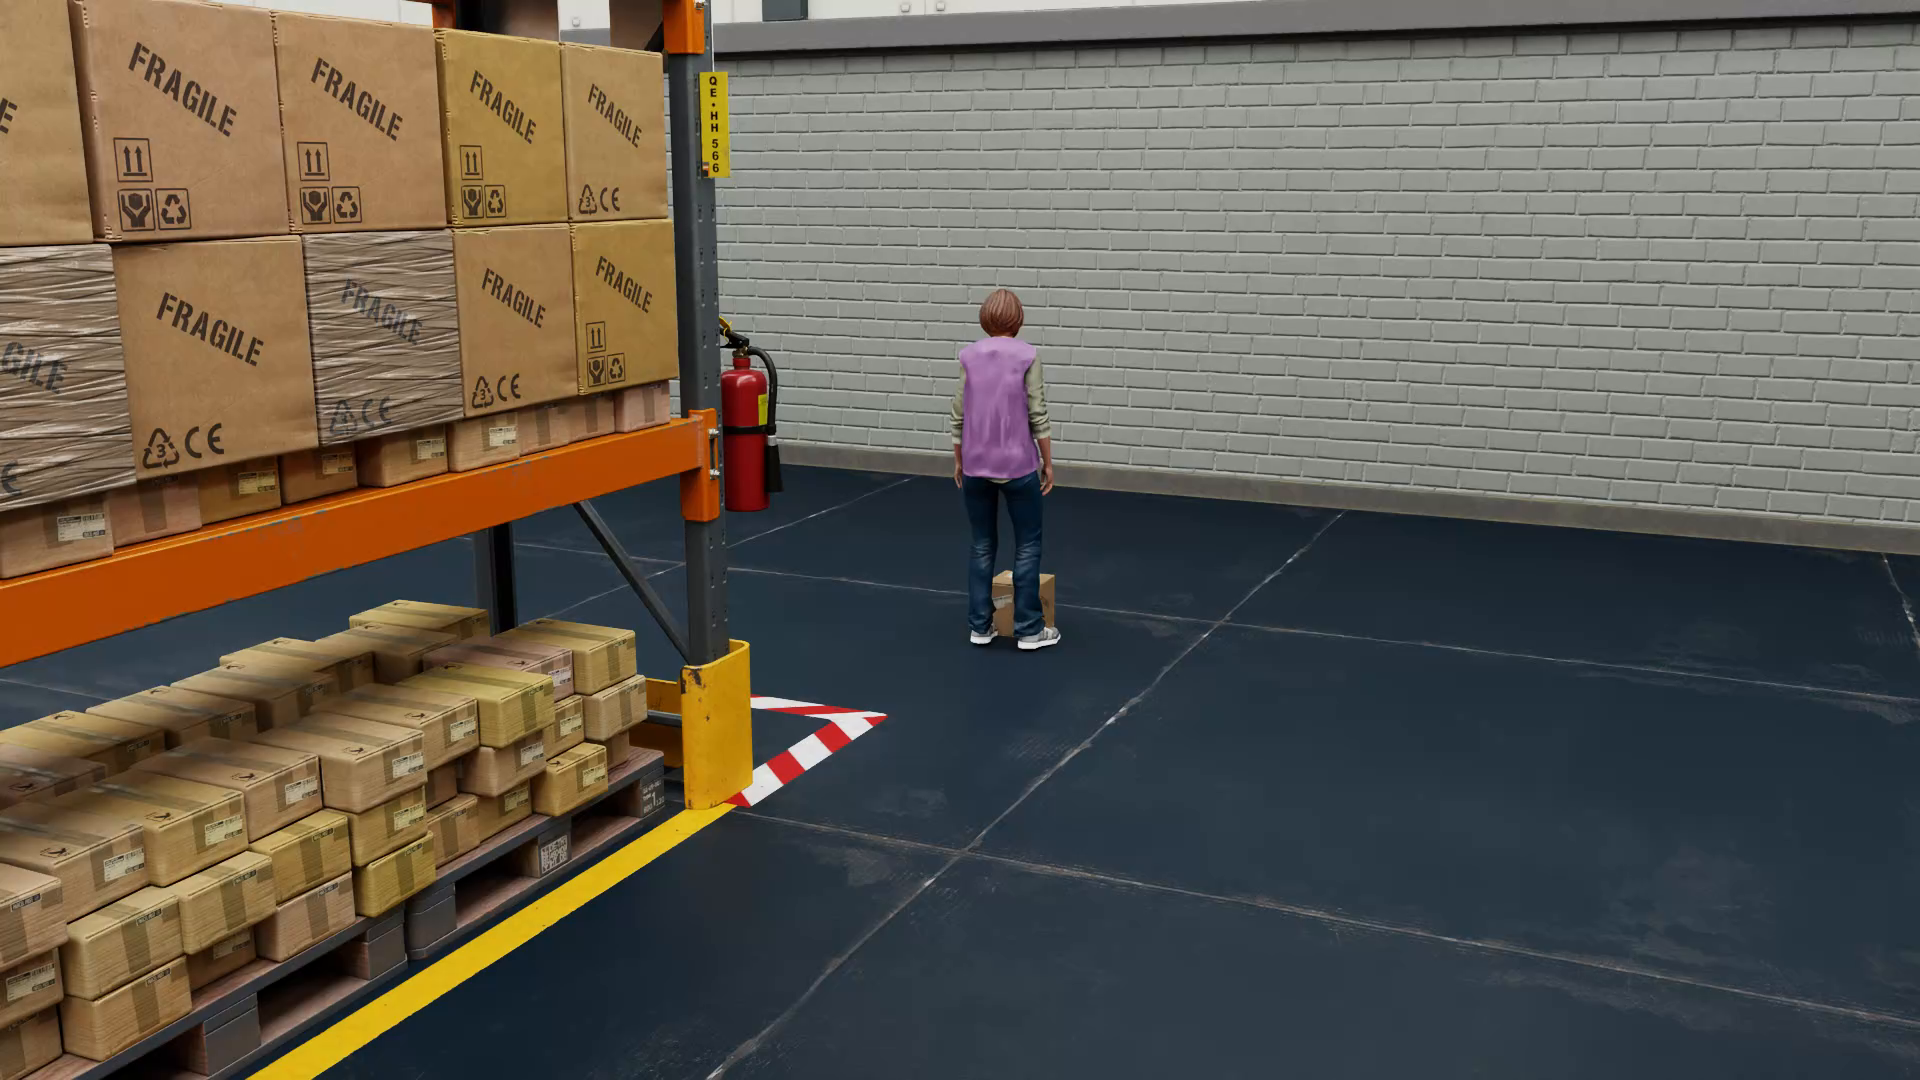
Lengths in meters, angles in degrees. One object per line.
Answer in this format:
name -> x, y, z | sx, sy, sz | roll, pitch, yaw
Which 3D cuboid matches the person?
person -> 0.190, -0.309, 7.388 | 0.484, 1.594, 0.340 | 5, 13, 21
